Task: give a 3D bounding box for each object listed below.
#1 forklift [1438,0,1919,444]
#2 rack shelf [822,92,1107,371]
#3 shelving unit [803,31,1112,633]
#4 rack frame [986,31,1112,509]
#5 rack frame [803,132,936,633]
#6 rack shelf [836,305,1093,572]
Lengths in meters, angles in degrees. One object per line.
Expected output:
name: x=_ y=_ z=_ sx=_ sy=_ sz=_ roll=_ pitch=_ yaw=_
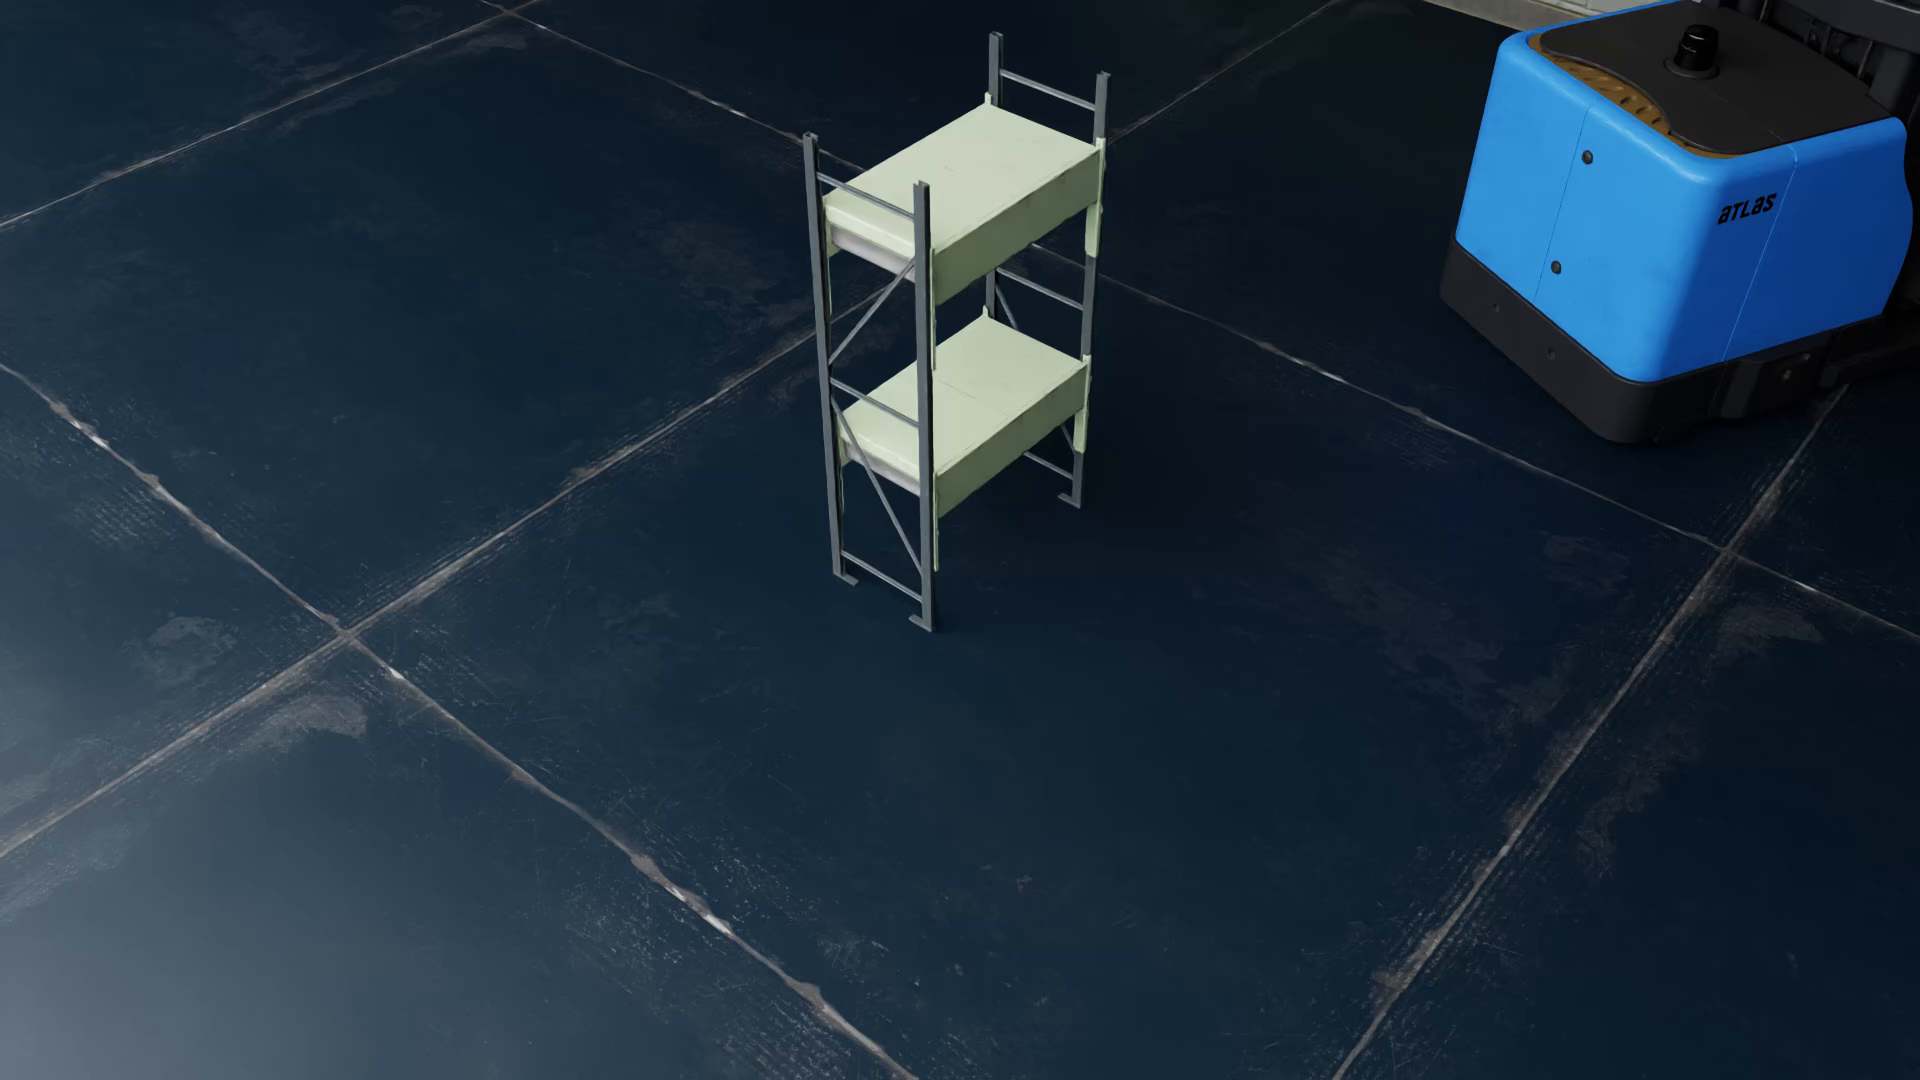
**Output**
forklift: x=3.331 y=-2.055 z=5.332 sx=3.031 sy=2.935 sz=1.130 roll=-16 pitch=45 yaw=-17
rack shelf: x=0.004 y=-0.847 z=4.487 sx=0.431 sy=0.370 sz=0.720 roll=29 pitch=50 yaw=28
shelving unit: x=0.004 y=-0.558 z=4.749 sx=0.431 sy=1.500 sz=0.755 roll=29 pitch=50 yaw=28
rack frame: x=0.240 y=-0.747 z=4.957 sx=0.400 sy=1.500 sz=0.023 roll=29 pitch=50 yaw=28
rack frame: x=-0.231 y=-0.370 z=4.542 sx=0.400 sy=1.500 sz=0.023 roll=29 pitch=50 yaw=28
rack shelf: x=0.004 y=-0.317 z=4.969 sx=0.431 sy=0.370 sz=0.720 roll=29 pitch=50 yaw=28
